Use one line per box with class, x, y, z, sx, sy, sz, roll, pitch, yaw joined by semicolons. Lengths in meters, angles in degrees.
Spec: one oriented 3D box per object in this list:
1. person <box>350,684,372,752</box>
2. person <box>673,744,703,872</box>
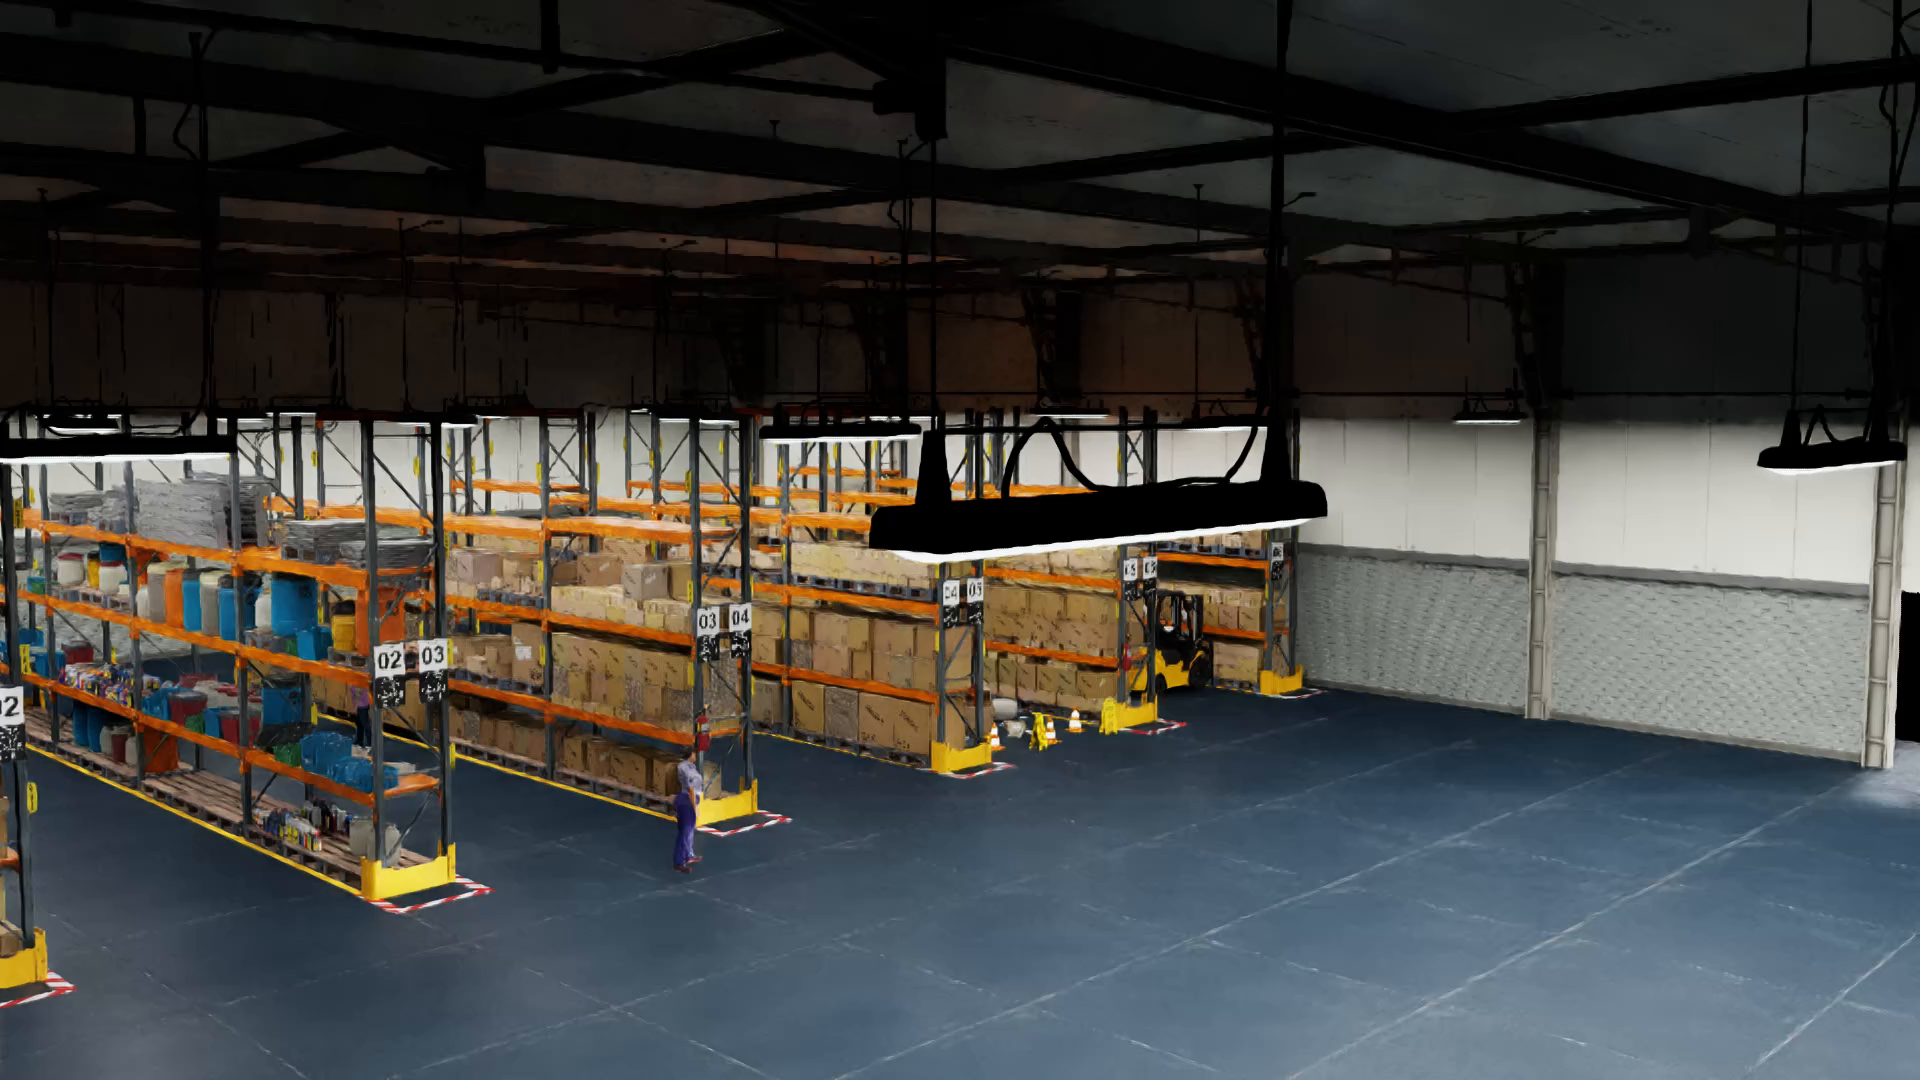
person;-10.594;2.927;29.324;0.527;1.592;0.522;-1;5;-15
person;-3.631;3.546;22.170;0.472;1.650;0.623;-2;5;-22
